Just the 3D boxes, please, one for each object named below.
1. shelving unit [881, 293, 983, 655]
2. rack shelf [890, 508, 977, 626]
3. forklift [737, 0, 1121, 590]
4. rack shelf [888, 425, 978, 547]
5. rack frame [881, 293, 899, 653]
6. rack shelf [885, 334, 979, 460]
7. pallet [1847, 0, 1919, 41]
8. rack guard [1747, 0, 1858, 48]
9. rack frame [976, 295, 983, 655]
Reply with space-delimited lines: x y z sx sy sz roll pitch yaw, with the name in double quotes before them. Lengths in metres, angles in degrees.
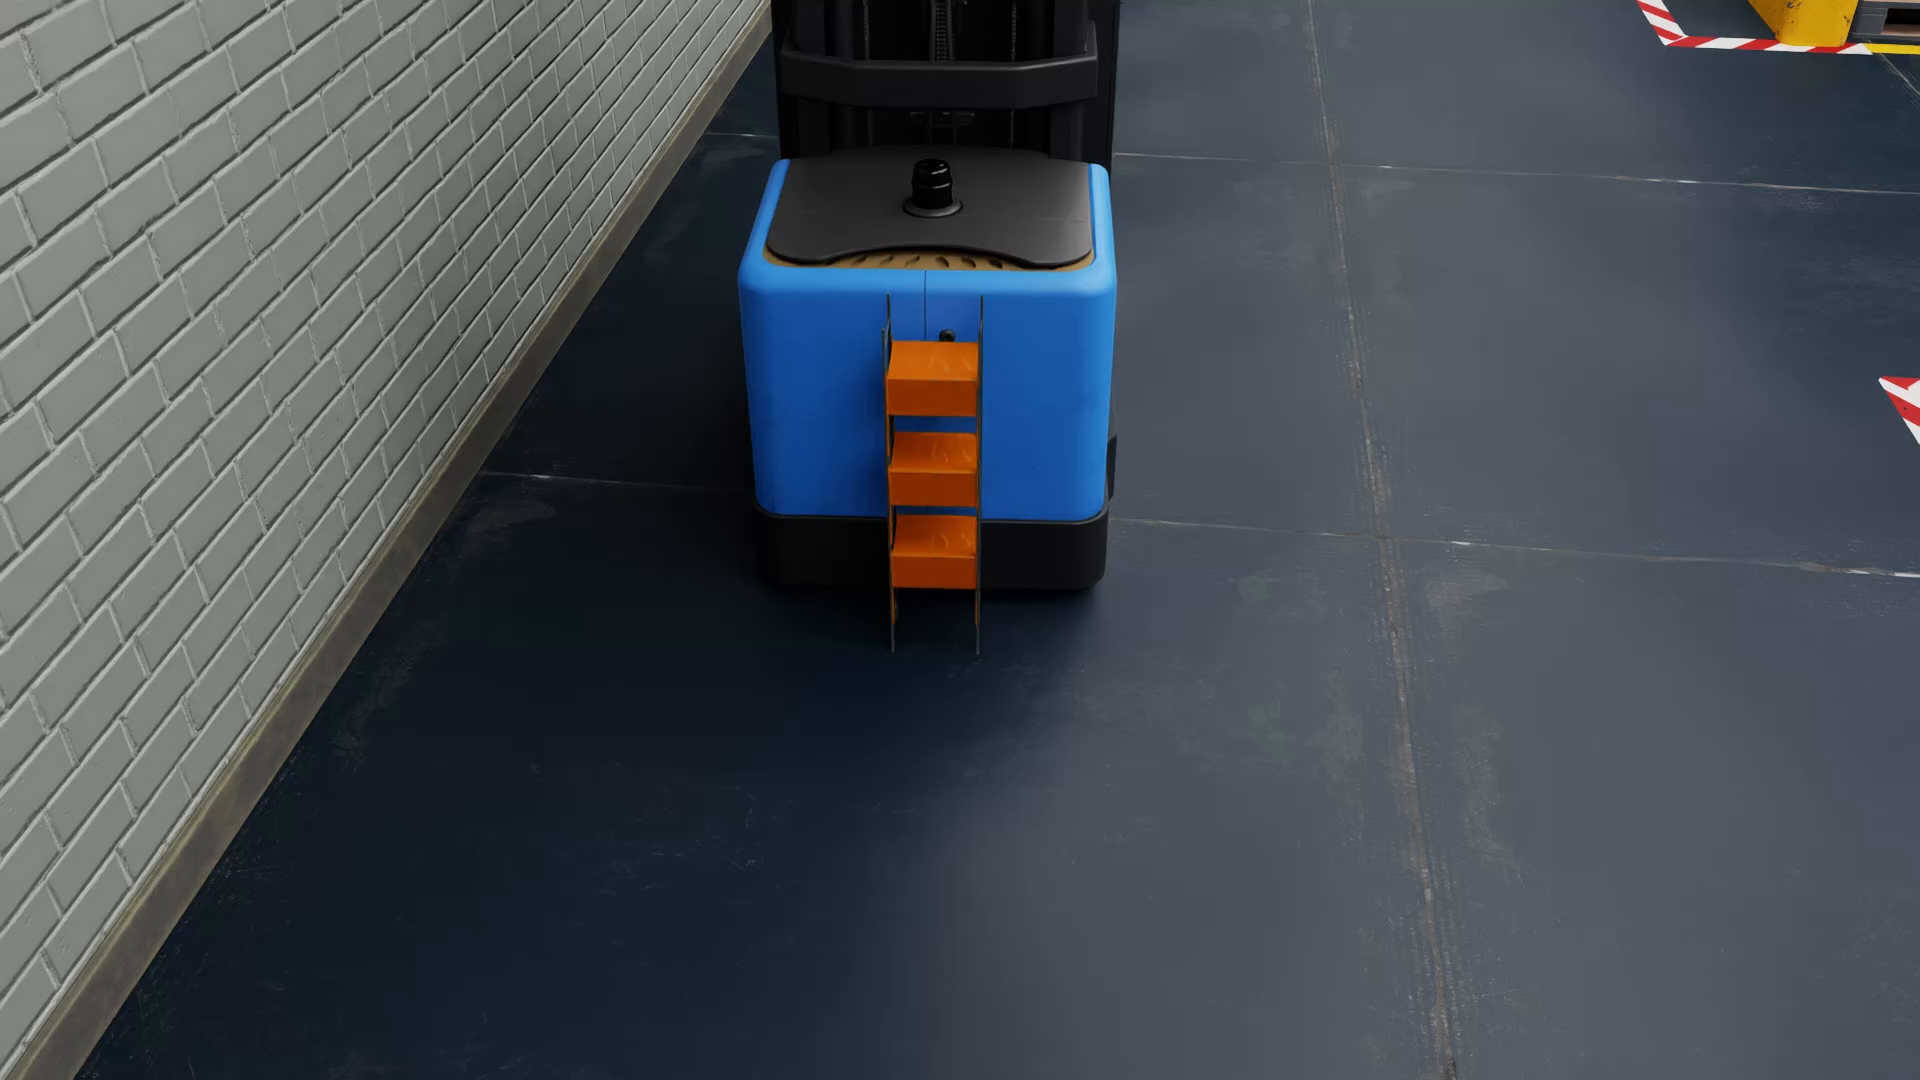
"shelving unit" -0.068 -0.157 4.567 0.252 1.050 0.215 1 36 2
"rack shelf" -0.068 0.078 4.734 0.240 0.259 0.215 1 36 2
"forklift" -0.035 -1.875 5.354 1.130 2.935 3.031 1 36 2
"rack shelf" -0.068 -0.149 4.573 0.240 0.259 0.215 1 36 2
"rack frame" -0.190 -0.160 4.570 0.008 1.050 0.200 1 36 2
"rack shelf" -0.069 -0.380 4.408 0.240 0.259 0.215 1 36 2
"pallet" 5.518 -3.072 9.373 1.213 0.211 1.003 4 36 6
"rack guard" 4.691 -3.206 9.312 0.348 0.500 1.175 4 36 6
"rack frame" 0.053 -0.155 4.563 0.008 1.050 0.200 1 36 2
